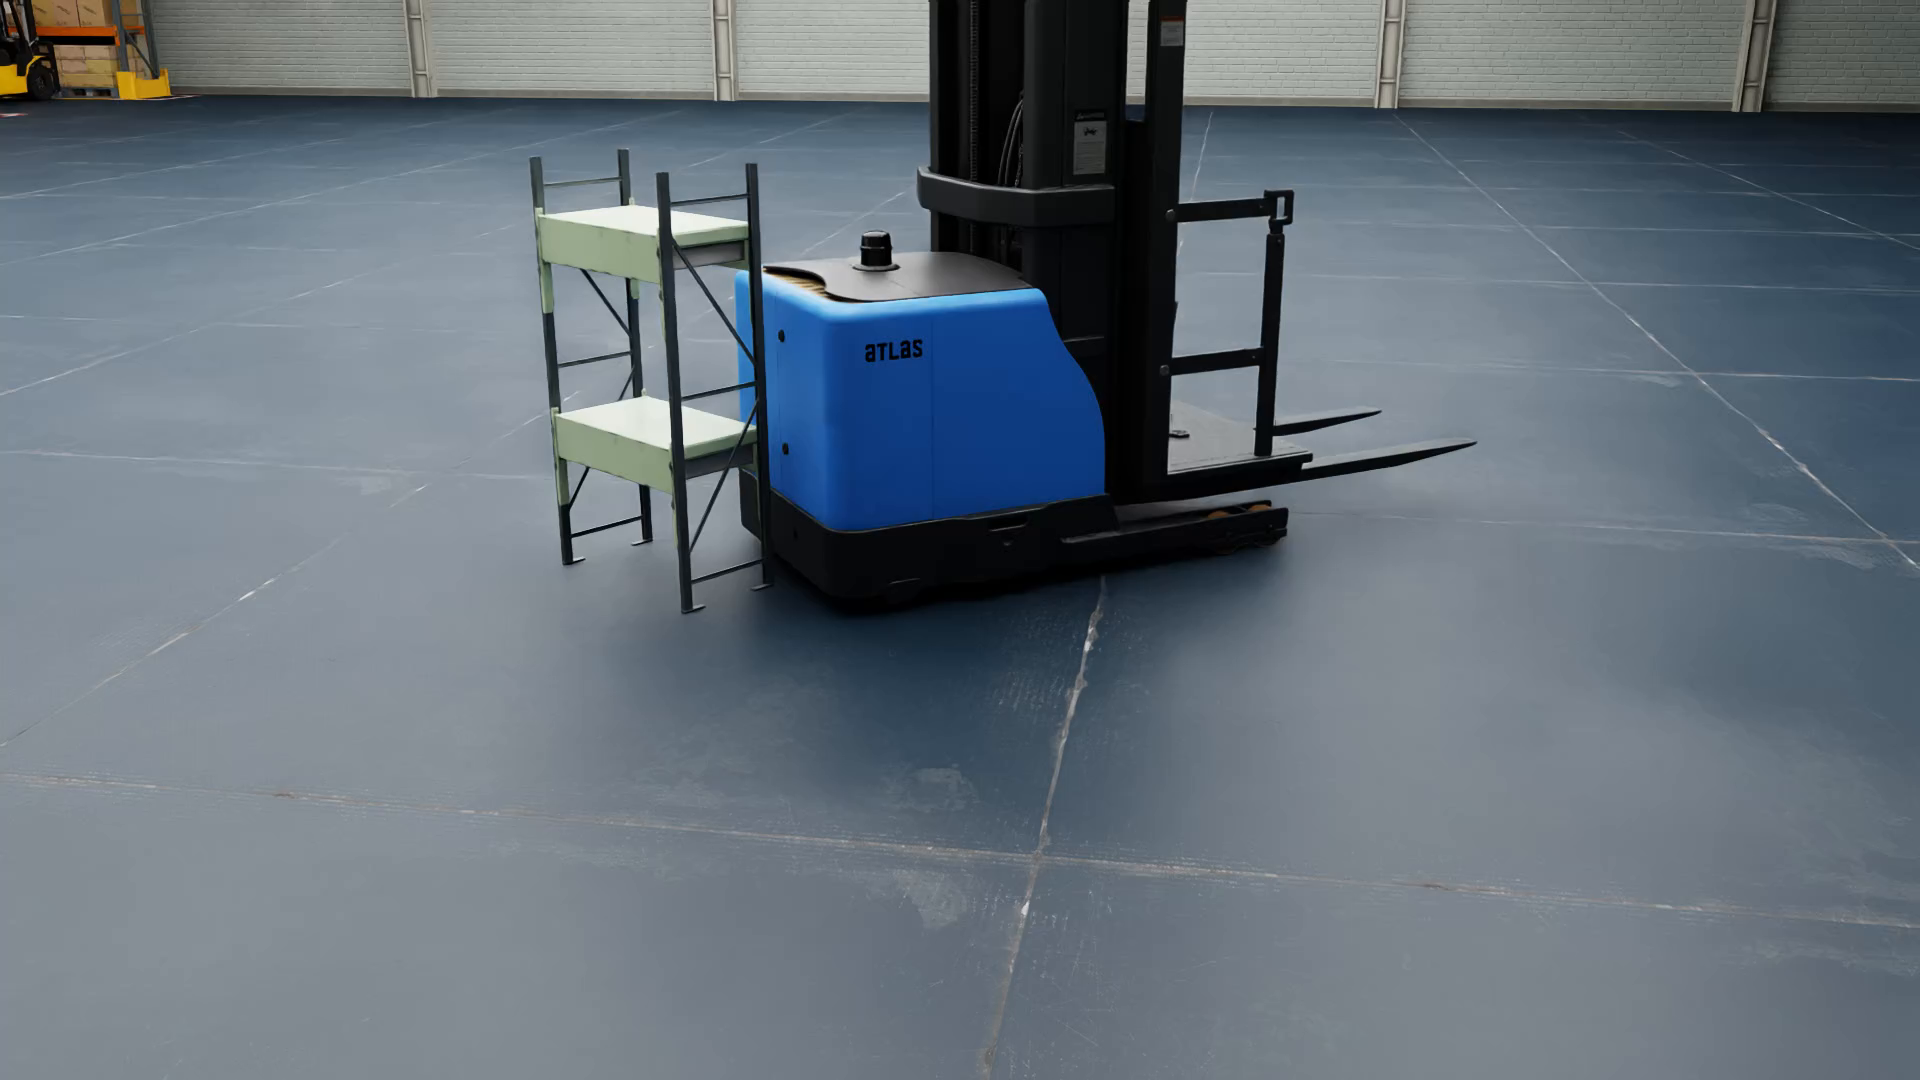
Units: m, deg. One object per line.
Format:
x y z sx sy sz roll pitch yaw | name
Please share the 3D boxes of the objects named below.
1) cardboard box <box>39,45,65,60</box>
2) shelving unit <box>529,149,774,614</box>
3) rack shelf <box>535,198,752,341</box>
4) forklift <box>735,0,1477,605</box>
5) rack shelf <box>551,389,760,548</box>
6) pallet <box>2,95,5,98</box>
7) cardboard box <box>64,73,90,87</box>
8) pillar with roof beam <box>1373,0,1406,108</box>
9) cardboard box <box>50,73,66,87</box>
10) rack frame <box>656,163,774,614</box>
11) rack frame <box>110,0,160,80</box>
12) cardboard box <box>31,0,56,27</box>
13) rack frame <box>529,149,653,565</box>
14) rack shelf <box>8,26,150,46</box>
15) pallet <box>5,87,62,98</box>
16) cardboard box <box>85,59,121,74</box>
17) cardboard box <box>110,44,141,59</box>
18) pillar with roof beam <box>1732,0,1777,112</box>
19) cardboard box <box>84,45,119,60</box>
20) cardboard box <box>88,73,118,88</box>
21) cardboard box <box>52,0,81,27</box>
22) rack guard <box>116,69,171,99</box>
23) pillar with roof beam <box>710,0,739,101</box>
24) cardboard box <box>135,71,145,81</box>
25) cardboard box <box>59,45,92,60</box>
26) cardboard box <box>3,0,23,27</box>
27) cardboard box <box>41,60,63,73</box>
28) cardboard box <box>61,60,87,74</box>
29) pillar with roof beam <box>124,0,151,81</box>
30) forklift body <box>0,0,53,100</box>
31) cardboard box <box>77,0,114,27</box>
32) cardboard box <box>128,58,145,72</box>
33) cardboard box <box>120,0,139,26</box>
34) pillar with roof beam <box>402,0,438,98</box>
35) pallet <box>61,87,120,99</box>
-17.173 -9.269 31.592 0.500 0.250 0.500 3 19 9 | cardboard box
-1.085 -0.583 5.900 0.755 1.500 0.431 17 25 41 | shelving unit
-1.085 -0.953 5.776 0.720 0.370 0.431 17 25 41 | rack shelf
0.698 -1.473 6.304 3.031 2.935 1.130 -9 21 -25 | forklift
-1.085 -0.274 6.004 0.720 0.370 0.431 17 25 41 | rack shelf
-18.834 -8.754 32.351 1.213 0.211 1.003 3 19 9 | pallet
-16.667 -8.776 31.694 0.500 0.250 0.500 3 19 9 | cardboard box
6.805 -10.534 23.822 0.400 9.000 9.100 3 19 9 | pillar with roof beam
-17.160 -8.804 31.778 0.500 0.250 0.500 3 19 9 | cardboard box
-0.821 -0.503 5.659 0.023 1.500 0.400 17 25 41 | rack frame
-15.664 -9.928 31.466 0.127 3.000 1.000 3 19 9 | rack frame
-17.208 -9.973 31.442 0.500 0.500 0.500 3 19 8 | cardboard box
-1.349 -0.664 6.141 0.023 1.500 0.400 17 25 41 | rack frame
-17.638 -9.688 31.881 4.000 0.370 1.077 3 19 9 | rack shelf
-17.626 -8.693 32.170 1.213 0.211 1.003 3 19 9 | pallet
-16.194 -8.987 31.537 0.500 0.250 0.500 3 19 8 | cardboard box
-16.108 -9.381 31.927 0.500 0.250 0.500 3 19 8 | cardboard box
12.729 -10.232 22.920 0.400 9.000 9.100 3 19 9 | pillar with roof beam
-16.168 -9.223 31.454 0.500 0.250 0.500 4 19 10 | cardboard box
-16.178 -8.748 31.611 0.500 0.250 0.500 3 19 9 | cardboard box
-16.702 -9.947 31.365 0.500 0.500 0.500 4 19 10 | cardboard box
-15.640 -8.742 31.859 0.348 0.500 1.175 3 19 9 | rack guard
-5.043 -11.138 25.627 0.400 9.000 9.100 3 19 9 | pillar with roof beam
-16.117 -8.909 32.093 0.500 0.250 0.500 3 19 9 | cardboard box
-16.673 -9.247 31.526 0.500 0.250 0.500 3 19 10 | cardboard box
-17.706 -9.995 31.507 0.500 0.500 0.500 3 19 9 | cardboard box
-17.200 -9.035 31.681 0.500 0.250 0.500 2 19 7 | cardboard box
-16.687 -9.016 31.623 0.500 0.250 0.500 3 19 8 | cardboard box
-16.891 -11.742 27.432 0.400 9.000 9.100 3 19 9 | pillar with roof beam
-17.825 -9.050 30.178 1.214 2.155 2.313 3 19 9 | forklift body
-16.191 -9.918 31.278 0.500 0.500 0.500 3 19 7 | cardboard box
-16.095 -9.149 32.022 0.500 0.250 0.500 3 19 10 | cardboard box
-16.109 -10.088 31.785 0.500 0.500 0.500 4 19 10 | cardboard box
-10.967 -11.440 26.530 0.400 9.000 9.100 3 19 9 | pillar with roof beam
-16.425 -8.631 31.984 1.213 0.211 1.003 3 19 9 | pallet
